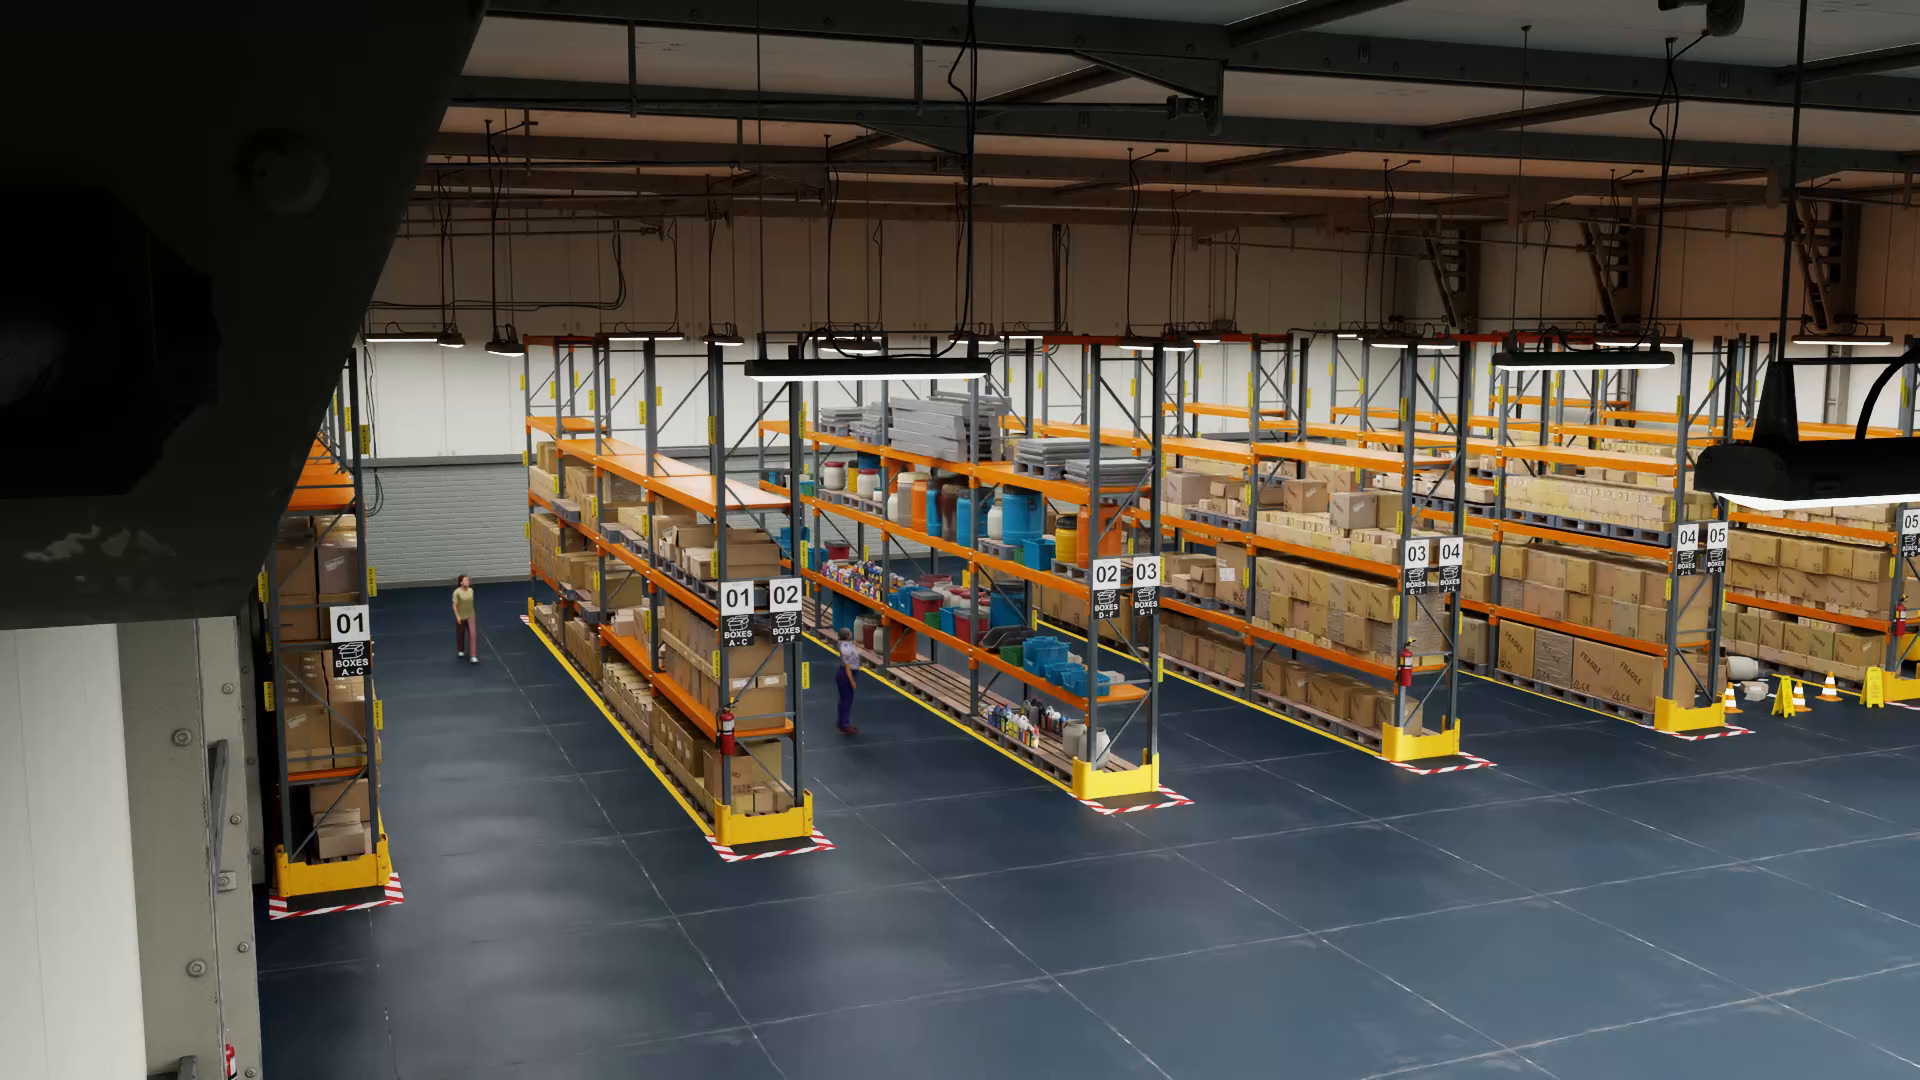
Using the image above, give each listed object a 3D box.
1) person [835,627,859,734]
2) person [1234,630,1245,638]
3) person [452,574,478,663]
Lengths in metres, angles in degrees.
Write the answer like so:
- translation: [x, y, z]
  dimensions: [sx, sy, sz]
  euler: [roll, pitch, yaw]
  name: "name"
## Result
- translation: [-1.714, 2.117, 25.356]
  dimensions: [0.368, 1.639, 0.552]
  euler: [0, 8, -2]
  name: "person"
- translation: [5.305, 1.295, 31.444]
  dimensions: [0.423, 1.753, 0.563]
  euler: [-1, 8, -9]
  name: "person"
- translation: [-9.183, 1.434, 30.786]
  dimensions: [0.418, 1.619, 1.041]
  euler: [-3, 8, -23]
  name: "person"
